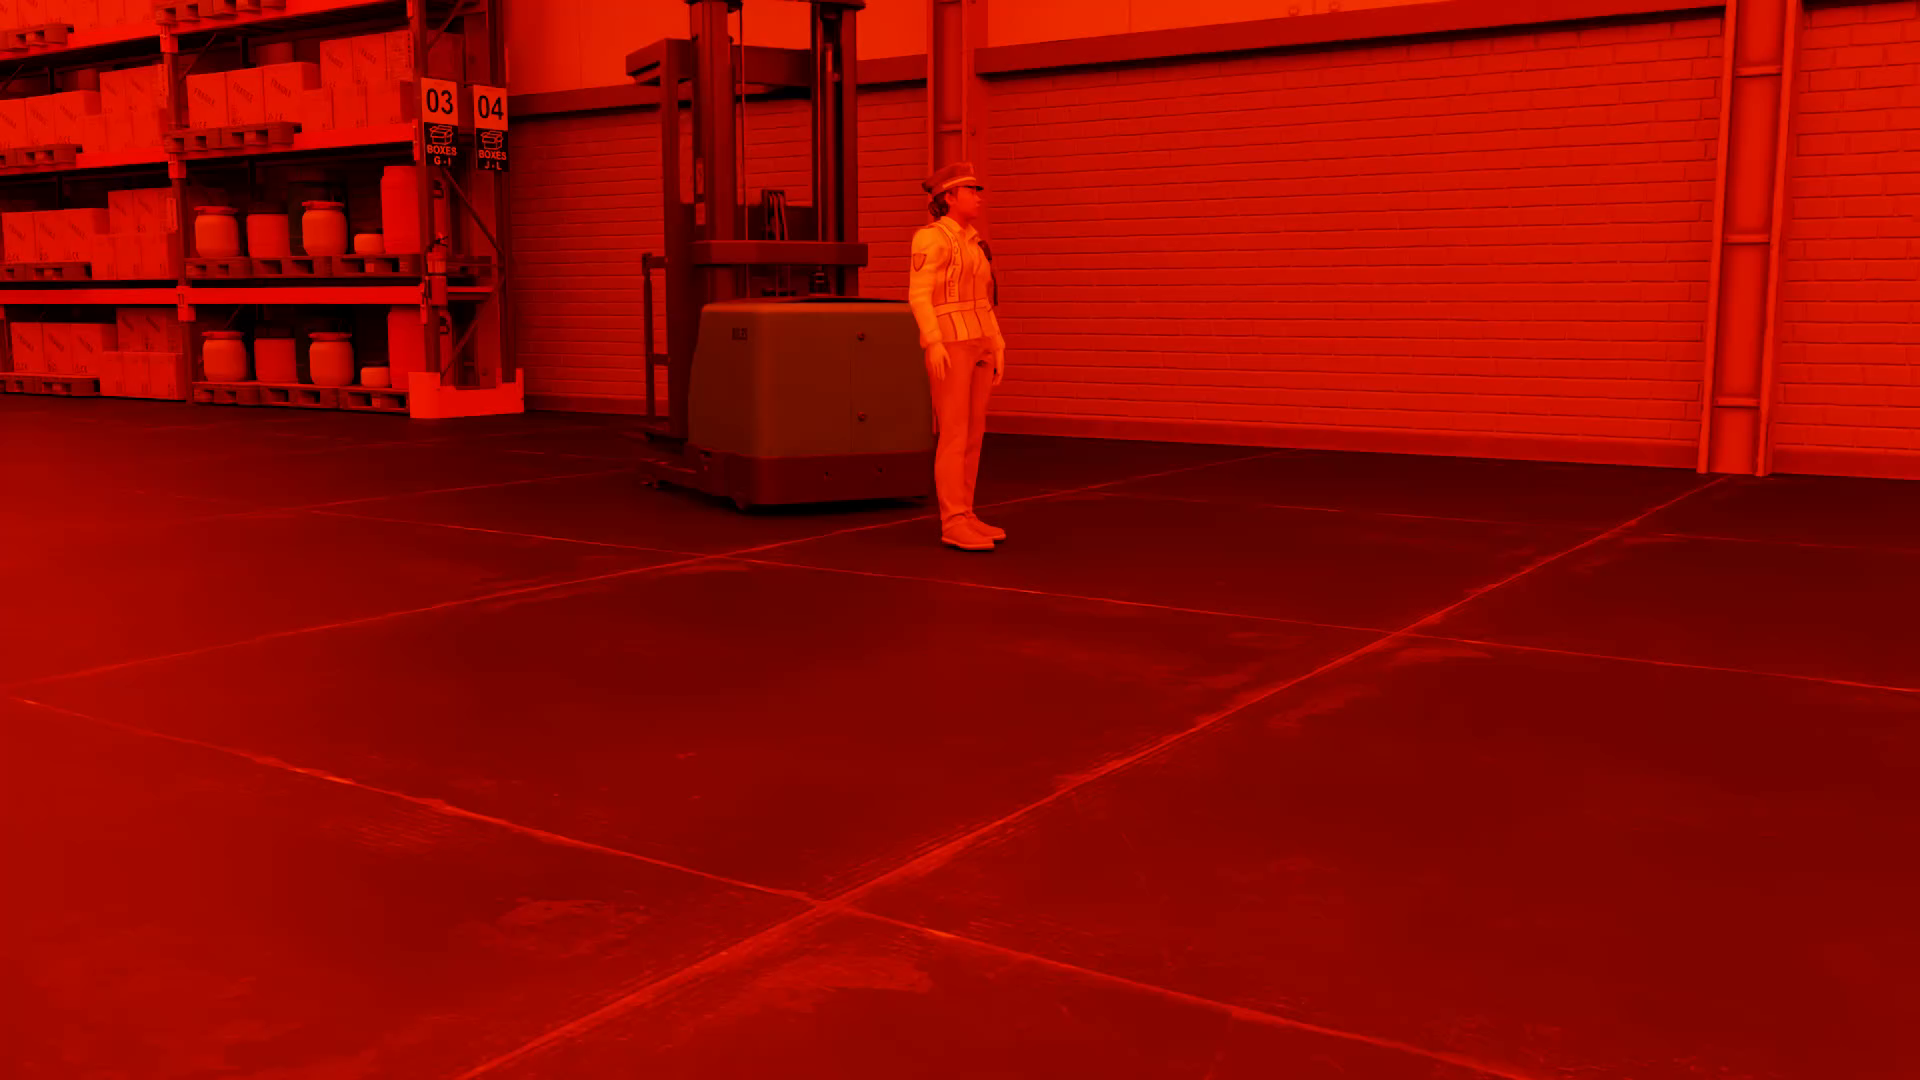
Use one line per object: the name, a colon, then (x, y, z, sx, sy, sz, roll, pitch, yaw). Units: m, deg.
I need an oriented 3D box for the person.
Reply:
person: (0.054, -0.840, 7.440, 0.529, 1.694, 0.587, 5, 10, 34)

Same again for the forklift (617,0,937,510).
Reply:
forklift: (-1.260, -1.772, 9.656, 1.130, 2.935, 3.031, -4, 9, -28)
